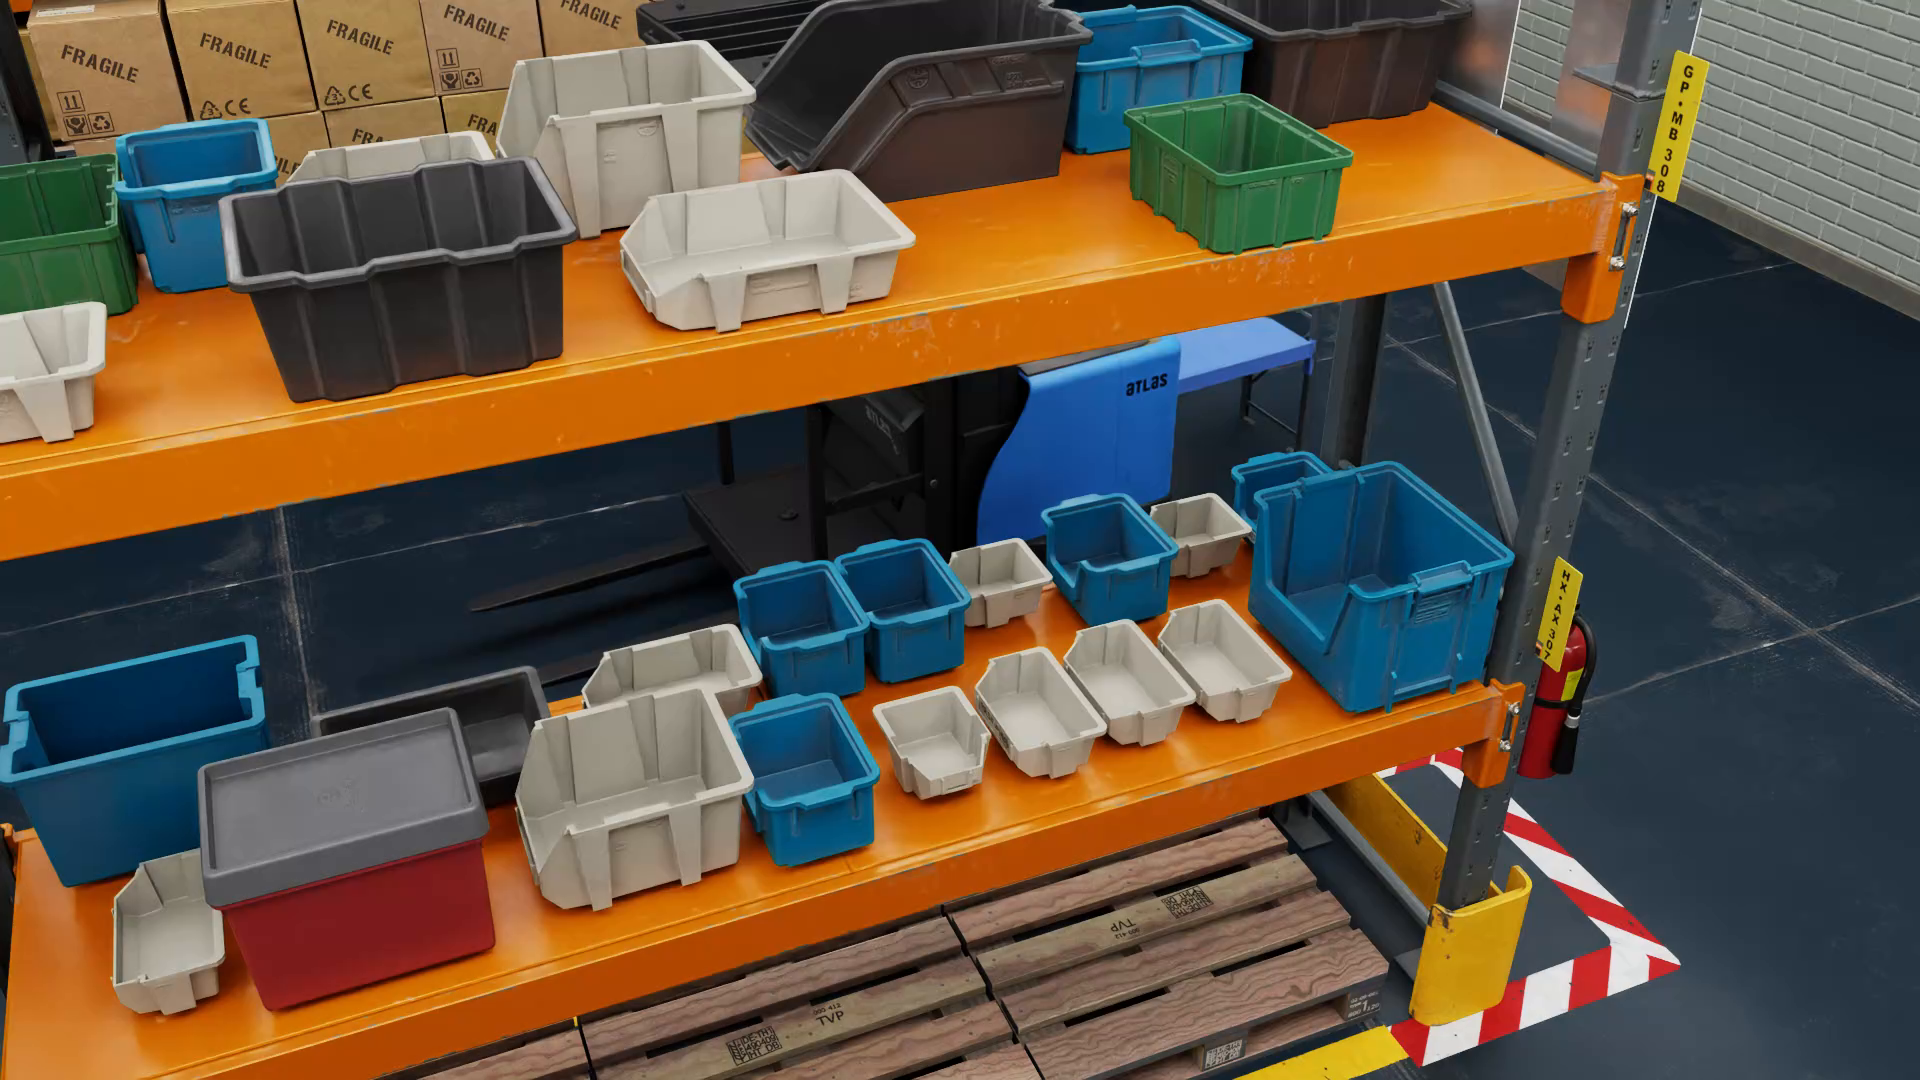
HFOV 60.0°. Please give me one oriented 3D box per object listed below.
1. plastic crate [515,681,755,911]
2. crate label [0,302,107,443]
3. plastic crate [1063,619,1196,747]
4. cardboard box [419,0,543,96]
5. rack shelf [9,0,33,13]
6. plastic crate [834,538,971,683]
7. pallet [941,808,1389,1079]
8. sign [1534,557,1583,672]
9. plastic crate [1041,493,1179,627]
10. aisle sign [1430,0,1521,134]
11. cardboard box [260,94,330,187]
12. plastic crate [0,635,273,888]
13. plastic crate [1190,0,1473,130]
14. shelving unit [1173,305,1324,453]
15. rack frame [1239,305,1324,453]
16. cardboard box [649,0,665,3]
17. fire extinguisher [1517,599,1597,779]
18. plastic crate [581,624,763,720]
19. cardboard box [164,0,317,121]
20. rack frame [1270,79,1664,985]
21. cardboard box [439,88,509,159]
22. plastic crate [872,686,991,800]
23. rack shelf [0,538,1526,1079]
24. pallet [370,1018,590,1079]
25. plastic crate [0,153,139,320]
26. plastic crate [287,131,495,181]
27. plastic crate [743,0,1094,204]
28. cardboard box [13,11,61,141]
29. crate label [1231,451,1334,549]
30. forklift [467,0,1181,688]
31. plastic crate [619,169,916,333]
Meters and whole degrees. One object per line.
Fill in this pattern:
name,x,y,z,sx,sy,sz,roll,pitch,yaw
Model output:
plastic crate,-0.806,0.639,4.071,0.530,0.282,0.437,-13,35,-19
crate label,-1.722,-0.260,2.891,0.466,0.136,0.293,-13,35,-19
plastic crate,0.449,0.402,4.568,0.243,0.136,0.396,-13,35,-19
cardboard box,-2.230,-2.393,7.669,0.500,0.500,0.500,-12,35,-17
rack shelf,-7.964,-3.414,10.906,4.000,0.370,1.077,-13,35,-19
plastic crate,-0.166,0.209,4.776,0.300,0.233,0.416,-13,35,-19
pallet,0.628,1.323,5.523,1.213,0.211,1.003,-13,35,-19
sign,1.631,0.205,4.536,0.005,0.325,0.100,-13,35,-19
plastic crate,0.441,0.070,4.990,0.300,0.233,0.416,-13,35,-19
aisle sign,1.355,-1.254,4.544,0.004,0.787,0.394,-13,35,-19
cardboard box,-3.153,-1.769,7.627,0.500,0.500,0.500,-12,35,-18
plastic crate,-1.987,0.556,4.105,0.575,0.384,0.392,-13,35,-19
plastic crate,0.940,-1.262,4.308,0.590,0.269,0.497,-13,35,-19
shelving unit,1.158,-1.026,7.952,1.048,1.500,0.538,-17,37,-24
rack frame,1.601,-1.162,8.161,0.032,1.500,0.500,-17,37,-24
cardboard box,-1.280,-2.613,8.008,0.500,0.500,0.500,-12,35,-18
fire extinguisher,1.718,0.385,4.820,0.183,0.674,0.296,-13,35,-19
plastic crate,-0.796,0.411,4.555,0.466,0.136,0.293,-13,35,-19
cardboard box,-3.180,-2.175,7.335,0.500,0.500,0.500,-14,36,-20
rack frame,1.403,0.000,5.000,0.127,3.000,1.000,-13,35,-19
cardboard box,-2.222,-1.982,7.954,0.500,0.500,0.500,-13,35,-20
plastic crate,-0.065,0.545,4.348,0.250,0.136,0.298,-13,35,-19
rack shelf,-0.441,0.724,4.547,4.000,0.370,1.077,-13,35,-19
pallet,-1.622,1.838,4.731,1.213,0.211,1.003,-13,35,-19
plastic crate,-2.011,-0.566,3.313,0.662,0.188,0.450,-13,35,-19
plastic crate,-1.260,-0.762,3.663,0.466,0.136,0.293,-13,35,-19
plastic crate,-0.112,-1.047,3.915,0.767,0.338,0.504,-13,35,-19
cardboard box,-6.669,-3.210,11.519,0.750,0.750,0.750,-12,35,-18
crate label,1.048,-0.069,5.204,0.303,0.233,0.416,-13,35,-19
forklift,-0.573,-1.020,6.630,3.031,2.935,1.130,-17,37,-24
plastic crate,-0.406,-0.586,3.391,0.530,0.136,0.437,-13,35,-19
